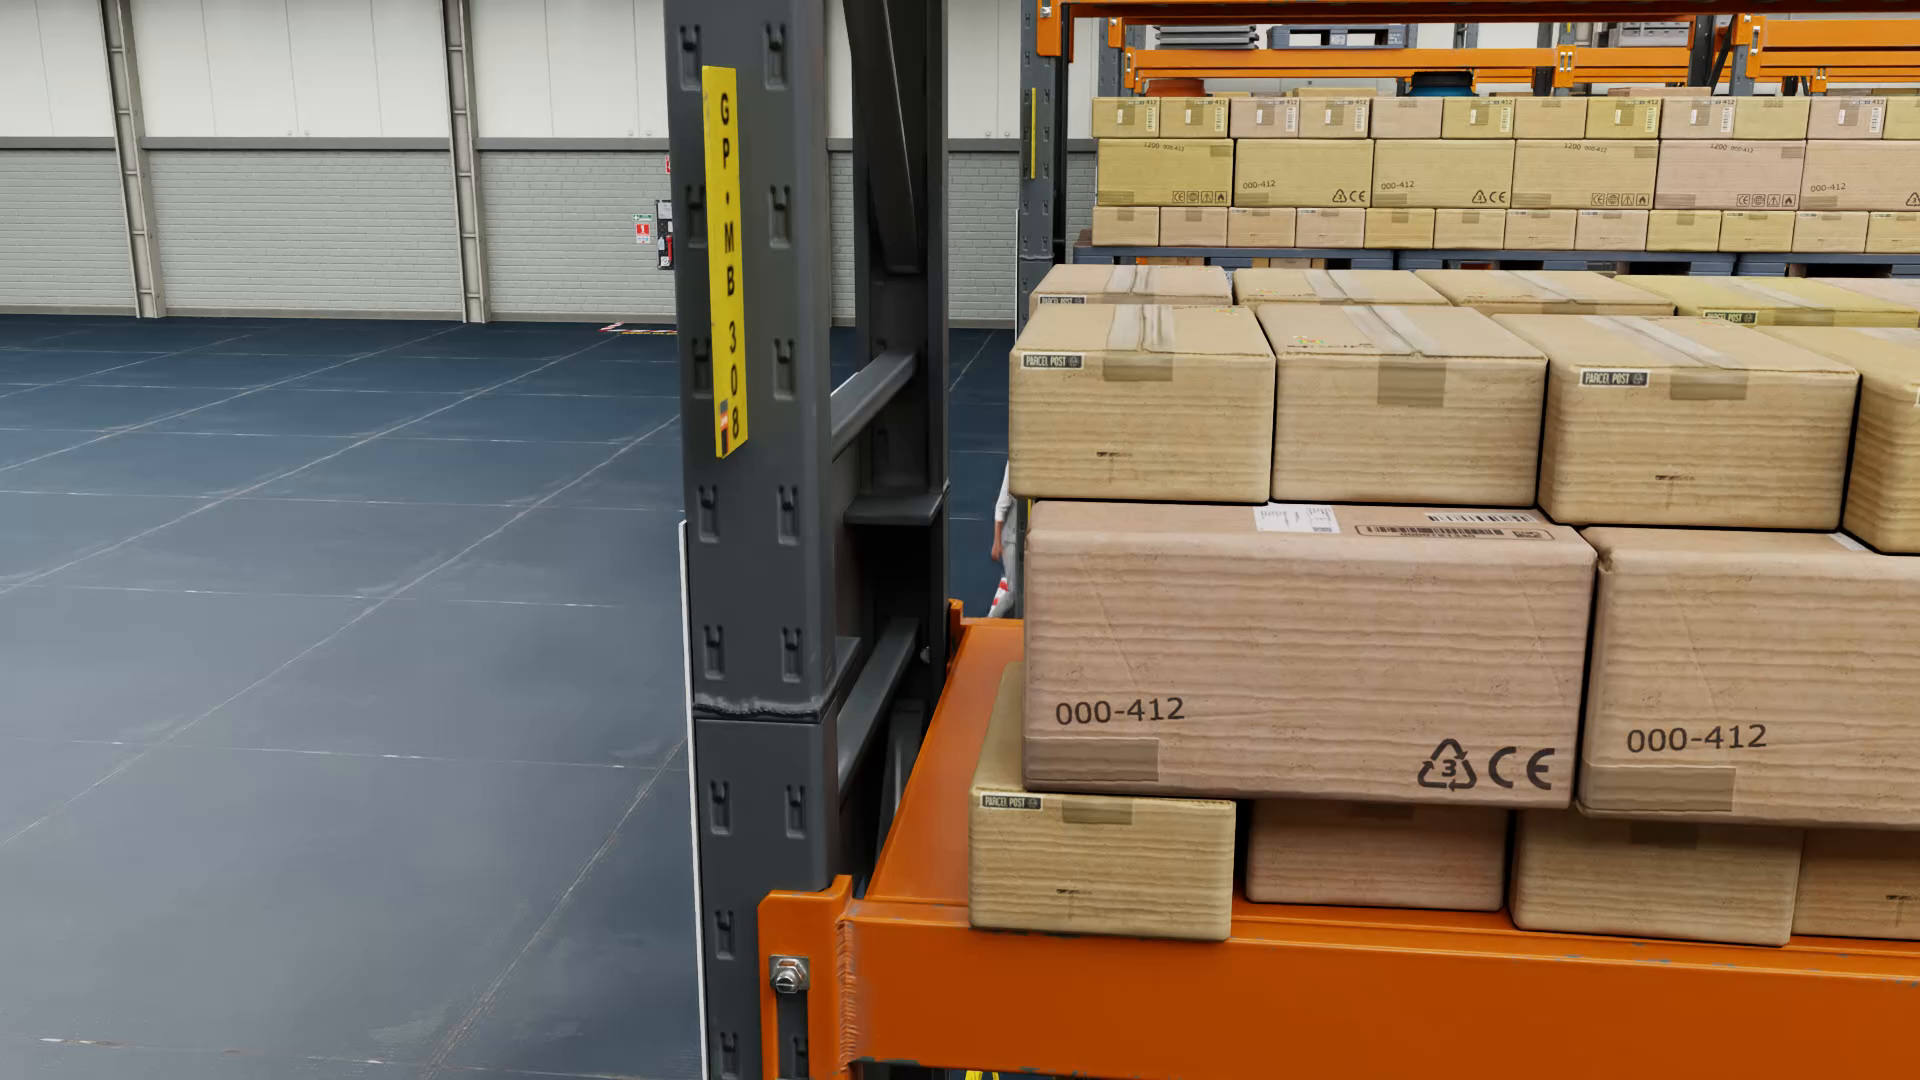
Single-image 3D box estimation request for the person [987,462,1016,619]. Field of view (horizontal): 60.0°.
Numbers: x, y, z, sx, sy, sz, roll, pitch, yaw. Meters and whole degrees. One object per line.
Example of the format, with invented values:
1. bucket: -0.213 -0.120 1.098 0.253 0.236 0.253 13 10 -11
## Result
1. person: 0.388 0.023 10.929 0.514 1.569 0.428 -13 19 -41
